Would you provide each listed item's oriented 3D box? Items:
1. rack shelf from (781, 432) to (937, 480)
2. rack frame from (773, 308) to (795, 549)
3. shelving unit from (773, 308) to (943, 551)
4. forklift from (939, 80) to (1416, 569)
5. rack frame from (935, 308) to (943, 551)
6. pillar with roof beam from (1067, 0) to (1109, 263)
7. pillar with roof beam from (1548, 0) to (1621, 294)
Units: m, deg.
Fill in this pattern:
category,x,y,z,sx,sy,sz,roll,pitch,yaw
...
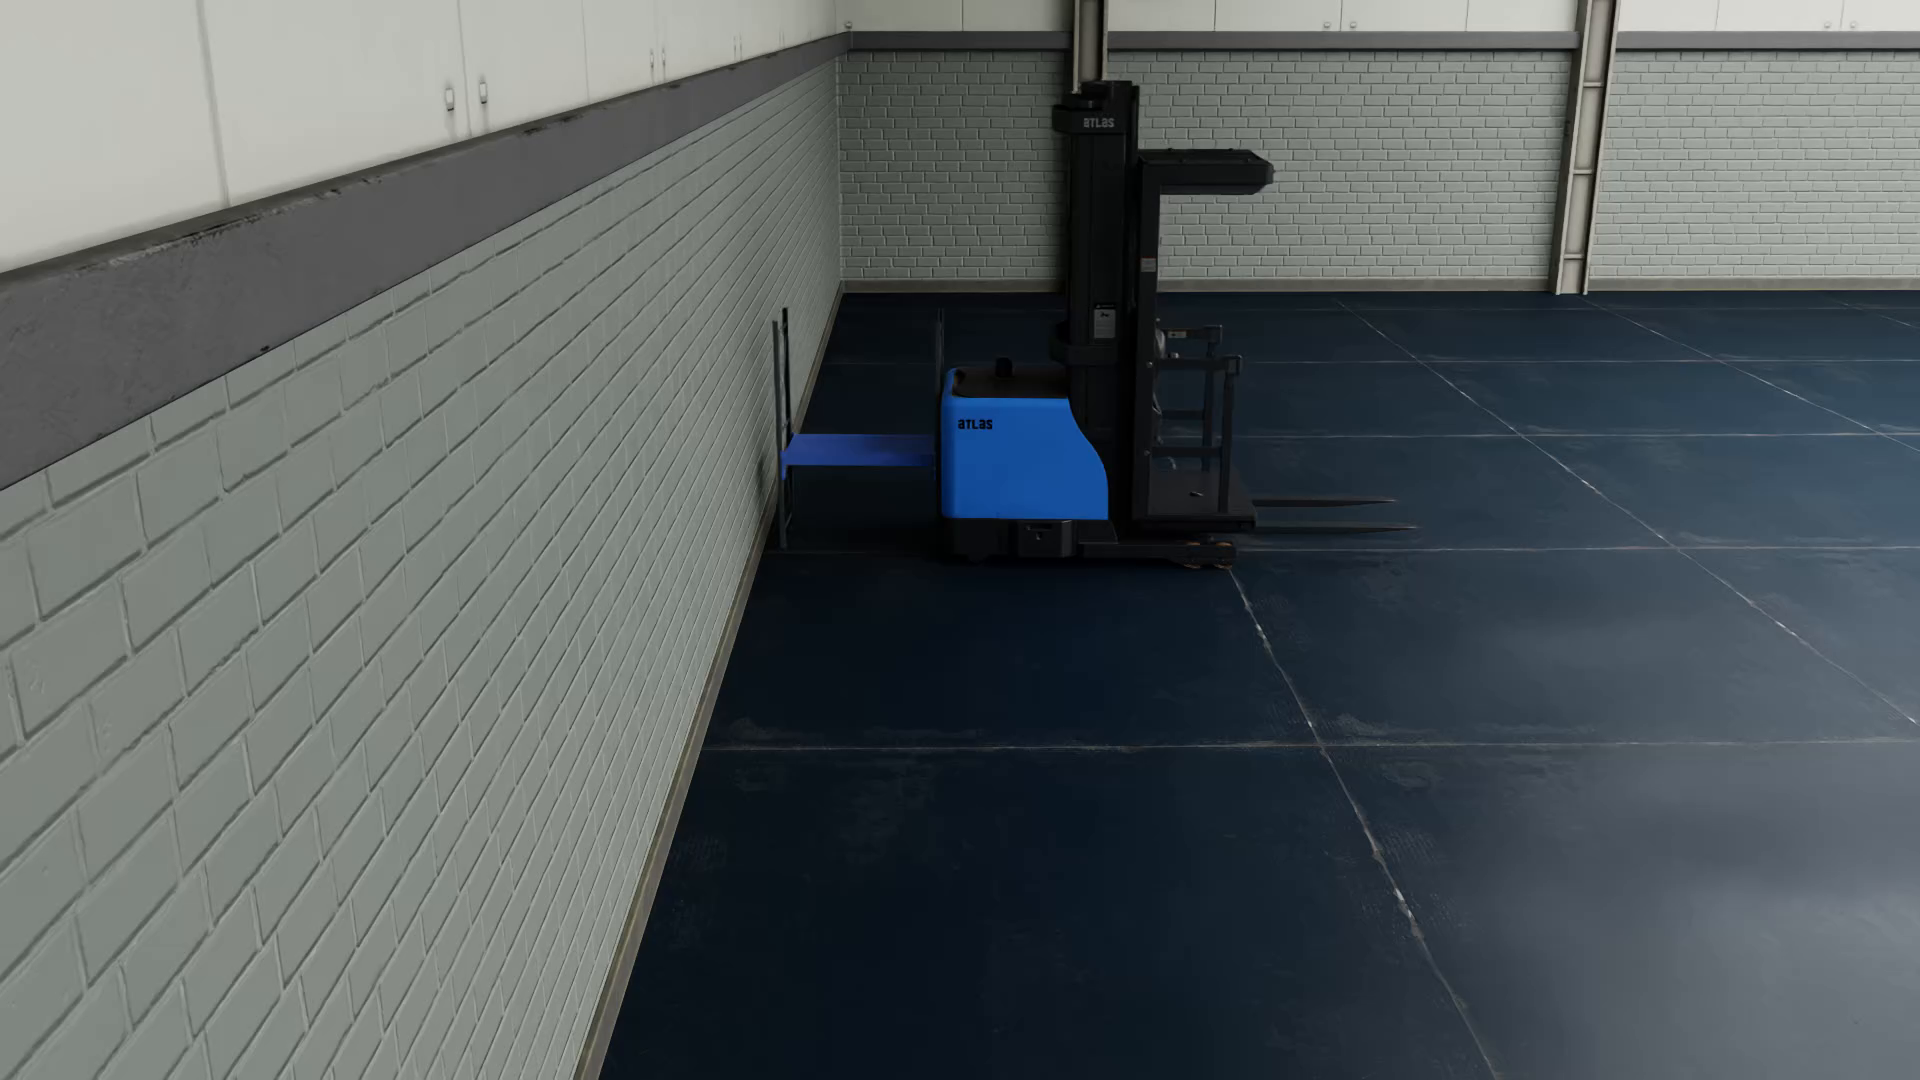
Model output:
category,x,y,z,sx,sy,sz,roll,pitch,yaw
rack shelf,-0.642,-0.554,10.908,1.000,0.185,0.538,1,18,2
rack frame,-1.150,-0.730,10.869,0.032,1.500,0.500,1,18,2
shelving unit,-0.642,-0.725,10.853,1.048,1.500,0.538,1,18,2
forklift,1.396,-1.378,10.545,3.031,2.935,1.130,1,18,2
rack frame,-0.134,-0.720,10.837,0.032,1.500,0.500,1,18,2
pillar with roof beam,1.595,-6.012,15.055,0.400,9.000,9.100,0,18,-1
pillar with roof beam,7.594,-6.040,15.146,0.400,9.000,9.100,0,18,-1
